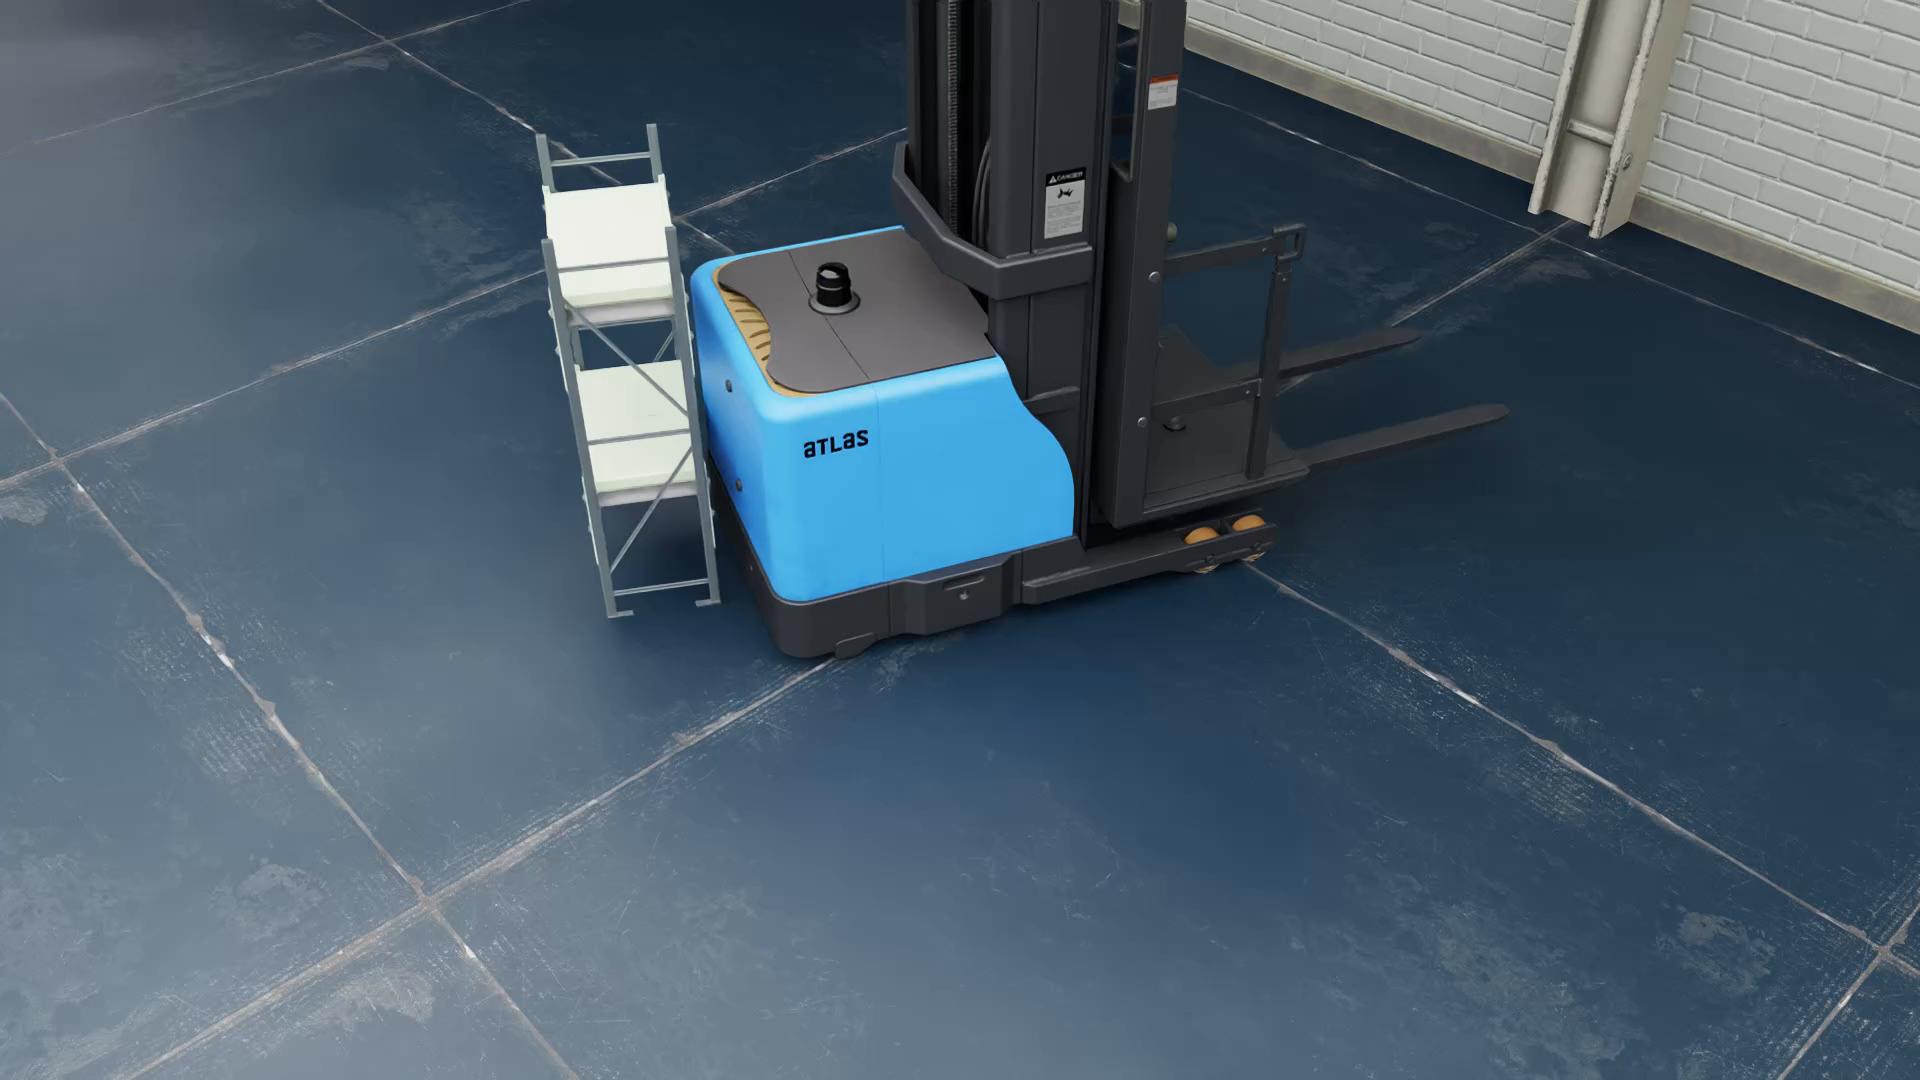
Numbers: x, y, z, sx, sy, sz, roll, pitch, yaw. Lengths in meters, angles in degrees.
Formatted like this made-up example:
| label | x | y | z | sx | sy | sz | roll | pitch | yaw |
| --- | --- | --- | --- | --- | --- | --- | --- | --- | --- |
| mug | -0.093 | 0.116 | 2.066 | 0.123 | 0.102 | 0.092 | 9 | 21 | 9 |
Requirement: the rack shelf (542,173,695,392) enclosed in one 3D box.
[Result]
| label | x | y | z | sx | sy | sz | roll | pitch | yaw |
| --- | --- | --- | --- | --- | --- | --- | --- | --- | --- |
| rack shelf | -1.136 | -0.864 | 5.506 | 0.431 | 0.370 | 0.720 | -8 | 40 | -10 |

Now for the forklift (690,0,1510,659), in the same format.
| label | x | y | z | sx | sy | sz | roll | pitch | yaw |
| --- | --- | --- | --- | --- | --- | --- | --- | --- | --- |
| forklift | 0.627 | -1.316 | 5.547 | 3.031 | 2.935 | 1.130 | -14 | 41 | -16 |

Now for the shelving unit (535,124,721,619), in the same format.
| label | x | y | z | sx | sy | sz | roll | pitch | yaw |
| --- | --- | --- | --- | --- | --- | --- | --- | --- | --- |
| shelving unit | -1.136 | -0.561 | 5.751 | 0.431 | 1.500 | 0.755 | -8 | 40 | -10 |

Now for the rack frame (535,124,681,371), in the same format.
| label | x | y | z | sx | sy | sz | roll | pitch | yaw |
| --- | --- | --- | --- | --- | --- | --- | --- | --- | --- |
| rack frame | -1.216 | -0.785 | 6.029 | 0.400 | 1.500 | 0.023 | -8 | 40 | -10 |

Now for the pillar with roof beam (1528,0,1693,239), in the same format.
| label | x | y | z | sx | sy | sz | roll | pitch | yaw |
| --- | --- | --- | --- | --- | --- | --- | --- | --- | --- |
| pillar with roof beam | -0.100 | -3.285 | 3.156 | 9.100 | 9.000 | 0.400 | -30 | 48 | -32 |

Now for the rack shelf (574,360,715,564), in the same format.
| label | x | y | z | sx | sy | sz | roll | pitch | yaw |
| --- | --- | --- | --- | --- | --- | --- | --- | --- | --- |
| rack shelf | -1.136 | -0.307 | 5.956 | 0.431 | 0.370 | 0.720 | -8 | 40 | -10 |

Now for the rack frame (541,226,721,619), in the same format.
| label | x | y | z | sx | sy | sz | roll | pitch | yaw |
| --- | --- | --- | --- | --- | --- | --- | --- | --- | --- |
| rack frame | -1.056 | -0.336 | 5.473 | 0.400 | 1.500 | 0.023 | -8 | 40 | -10 |
